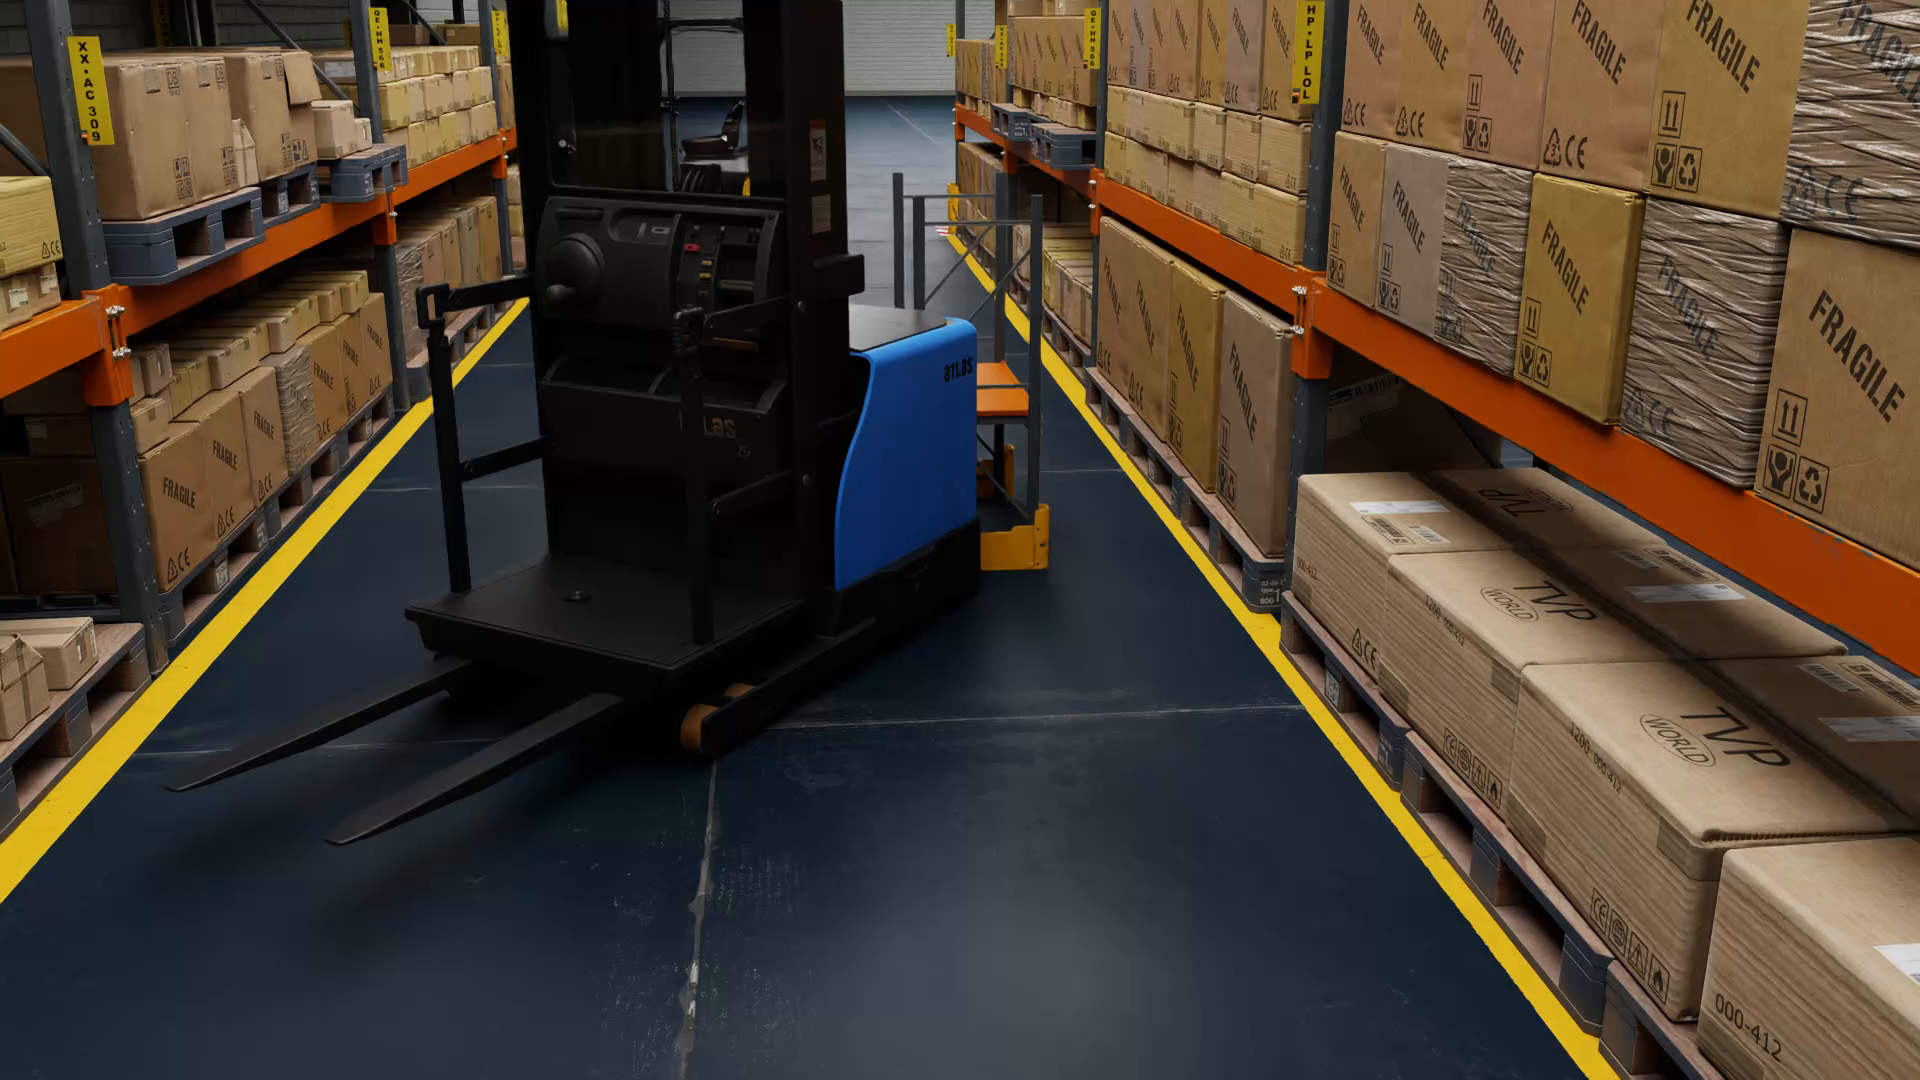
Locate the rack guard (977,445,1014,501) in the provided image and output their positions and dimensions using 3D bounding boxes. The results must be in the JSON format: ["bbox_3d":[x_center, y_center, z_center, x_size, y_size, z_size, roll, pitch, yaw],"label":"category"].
[{"bbox_3d":[-0.044,-0.303,7.726,0.587,0.250,0.087,-2,18,-6],"label":"rack guard"}]

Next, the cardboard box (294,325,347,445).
[{"bbox_3d":[-3.300,-0.737,7.990,0.500,0.500,0.500,-1,17,-3],"label":"cardboard box"}]

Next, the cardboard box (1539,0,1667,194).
[{"bbox_3d":[1.639,-1.038,3.641,0.500,0.500,0.500,-2,18,-6],"label":"cardboard box"}]

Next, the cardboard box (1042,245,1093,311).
[{"bbox_3d":[1.076,-1.870,11.811,0.950,0.372,0.625,-1,17,-4],"label":"cardboard box"}]

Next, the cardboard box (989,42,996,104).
[{"bbox_3d":[0.516,-3.968,14.145,0.500,0.500,0.500,-1,17,-4],"label":"cardboard box"}]

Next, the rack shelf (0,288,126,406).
[{"bbox_3d":[-3.037,-0.023,3.445,1.077,0.370,4.000,-2,18,-6],"label":"rack shelf"}]

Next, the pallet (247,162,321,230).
[{"bbox_3d":[-3.450,-1.483,7.215,1.003,0.211,1.213,-2,18,-6],"label":"pallet"}]

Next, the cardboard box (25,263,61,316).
[{"bbox_3d":[-2.959,-0.755,4.995,0.380,0.149,0.250,-2,17,-5],"label":"cardboard box"}]

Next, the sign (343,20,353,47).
[{"bbox_3d":[-4.620,-3.779,12.629,0.100,0.325,0.005,-2,18,-6],"label":"sign"}]

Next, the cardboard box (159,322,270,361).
[{"bbox_3d":[-3.269,-0.861,7.302,0.380,0.149,0.250,-2,18,-5],"label":"cardboard box"}]

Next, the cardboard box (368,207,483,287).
[{"bbox_3d":[-3.931,-2.027,11.889,0.875,0.625,0.625,-2,18,-6],"label":"cardboard box"}]

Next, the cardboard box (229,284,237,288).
[{"bbox_3d":[-3.911,-1.226,8.465,0.380,0.149,0.250,-1,17,-4],"label":"cardboard box"}]

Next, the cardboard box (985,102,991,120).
[{"bbox_3d":[0.425,-3.770,14.596,0.380,0.149,0.250,-2,18,-6],"label":"cardboard box"}]

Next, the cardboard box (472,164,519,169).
[{"bbox_3d":[-3.848,-3.018,14.002,0.500,0.250,0.500,-2,18,-6],"label":"cardboard box"}]

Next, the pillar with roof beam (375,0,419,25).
[{"bbox_3d":[-1.023,-7.298,15.399,9.100,9.000,0.400,-2,18,-6],"label":"pillar with roof beam"}]

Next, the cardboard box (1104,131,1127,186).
[{"bbox_3d":[1.082,-2.084,9.056,0.500,0.250,0.500,-2,18,-7],"label":"cardboard box"}]

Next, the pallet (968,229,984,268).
[{"bbox_3d":[0.635,-2.733,15.531,1.003,0.211,1.213,-2,18,-6],"label":"pallet"}]

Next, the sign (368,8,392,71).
[{"bbox_3d":[-3.117,-2.688,8.932,0.100,0.325,0.005,-2,18,-6],"label":"sign"}]

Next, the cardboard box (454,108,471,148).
[{"bbox_3d":[-3.678,-2.834,11.446,0.500,0.250,0.500,-2,18,-5],"label":"cardboard box"}]

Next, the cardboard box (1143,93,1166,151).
[{"bbox_3d":[1.179,-2.014,8.001,0.500,0.250,0.500,-2,18,-6],"label":"cardboard box"}]

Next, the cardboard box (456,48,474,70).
[{"bbox_3d":[-3.635,-3.383,11.695,0.380,0.149,0.250,-2,18,-7],"label":"cardboard box"}]

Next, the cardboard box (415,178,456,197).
[{"bbox_3d":[-4.311,-2.852,13.474,0.500,0.250,0.500,-1,17,-5],"label":"cardboard box"}]

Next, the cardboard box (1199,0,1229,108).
[{"bbox_3d":[1.305,-2.073,6.935,0.500,0.500,0.500,-1,17,-4],"label":"cardboard box"}]

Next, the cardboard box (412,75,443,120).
[{"bbox_3d":[-3.545,-2.767,10.397,0.500,0.250,0.500,-2,18,-7],"label":"cardboard box"}]

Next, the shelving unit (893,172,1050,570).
[{"bbox_3d":[0.013,-0.751,7.067,0.587,1.500,1.083,-2,18,-6],"label":"shelving unit"}]

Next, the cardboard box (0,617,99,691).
[{"bbox_3d":[-2.893,0.354,5.099,0.380,0.149,0.250,-2,18,-7],"label":"cardboard box"}]

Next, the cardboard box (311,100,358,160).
[{"bbox_3d":[-3.225,-1.979,8.021,0.500,0.250,0.500,-3,18,-8],"label":"cardboard box"}]

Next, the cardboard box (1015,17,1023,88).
[{"bbox_3d":[0.684,-3.593,12.248,0.500,0.500,0.500,-2,18,-5],"label":"cardboard box"}]

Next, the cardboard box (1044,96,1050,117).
[{"bbox_3d":[0.775,-2.939,11.248,0.380,0.149,0.250,-2,18,-7],"label":"cardboard box"}]

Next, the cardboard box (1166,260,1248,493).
[{"bbox_3d":[1.450,-0.755,7.419,0.875,0.875,0.875,-1,17,-4],"label":"cardboard box"}]

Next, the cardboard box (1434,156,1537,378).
[{"bbox_3d":[1.575,-0.718,4.290,0.500,0.500,0.500,-2,18,-5],"label":"cardboard box"}]

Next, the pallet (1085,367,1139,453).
[{"bbox_3d":[1.288,-0.741,9.185,1.003,0.211,1.213,-2,18,-6],"label":"pallet"}]

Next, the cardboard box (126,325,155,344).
[{"bbox_3d":[-3.739,-0.841,7.237,0.380,0.149,0.250,-2,18,-8],"label":"cardboard box"}]

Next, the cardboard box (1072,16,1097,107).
[{"bbox_3d":[0.958,-2.826,9.805,0.500,0.500,0.500,-2,18,-7],"label":"cardboard box"}]

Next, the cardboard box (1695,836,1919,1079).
[{"bbox_3d":[1.939,0.903,2.868,0.875,0.438,0.875,-2,18,-8],"label":"cardboard box"}]

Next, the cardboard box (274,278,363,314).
[{"bbox_3d":[-3.294,-1.252,8.546,0.380,0.149,0.250,-3,18,-9],"label":"cardboard box"}]

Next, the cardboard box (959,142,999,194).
[{"bbox_3d":[0.267,-3.682,16.536,0.500,0.500,0.500,-2,18,-7],"label":"cardboard box"}]

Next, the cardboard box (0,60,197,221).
[{"bbox_3d":[-3.070,-1.362,5.638,0.700,0.500,0.500,-1,17,-4],"label":"cardboard box"}]

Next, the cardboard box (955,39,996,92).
[{"bbox_3d":[0.229,-4.732,16.579,0.500,0.500,0.500,-2,18,-6],"label":"cardboard box"}]

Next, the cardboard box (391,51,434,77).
[{"bbox_3d":[-3.539,-3.000,10.474,0.380,0.149,0.250,-1,17,-4],"label":"cardboard box"}]

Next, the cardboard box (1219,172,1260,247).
[{"bbox_3d":[1.346,-1.323,6.634,0.500,0.250,0.500,-2,18,-6],"label":"cardboard box"}]

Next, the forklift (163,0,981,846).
[{"bbox_3d":[-1.074,-0.887,5.109,1.130,2.935,3.031,9,20,28],"label":"forklift"}]

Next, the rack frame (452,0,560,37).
[{"bbox_3d":[-4.481,-4.538,16.623,1.000,3.000,0.127,-2,18,-6],"label":"rack frame"}]

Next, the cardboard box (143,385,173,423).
[{"bbox_3d":[-3.121,-0.475,6.071,0.380,0.149,0.250,-2,18,-7],"label":"cardboard box"}]

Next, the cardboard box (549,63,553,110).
[{"bbox_3d":[-4.124,-4.292,15.674,0.500,0.500,0.500,-1,17,-4],"label":"cardboard box"}]

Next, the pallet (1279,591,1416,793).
[{"bbox_3d":[1.695,0.442,5.415,1.003,0.211,1.213,-2,18,-6],"label":"pallet"}]

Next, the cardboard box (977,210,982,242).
[{"bbox_3d":[0.428,-2.867,15.190,0.500,0.250,0.500,-2,17,-5],"label":"cardboard box"}]

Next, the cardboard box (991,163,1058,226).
[{"bbox_3d":[0.541,-2.915,14.091,0.500,0.500,0.500,-2,18,-6],"label":"cardboard box"}]

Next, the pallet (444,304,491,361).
[{"bbox_3d":[-3.824,-1.433,11.389,1.003,0.211,1.213,-2,18,-6],"label":"pallet"}]

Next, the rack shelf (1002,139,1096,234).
[{"bbox_3d":[1.075,-2.561,11.529,1.077,0.370,4.000,-2,18,-6],"label":"rack shelf"}]

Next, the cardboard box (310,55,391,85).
[{"bbox_3d":[-3.395,-2.615,9.250,0.380,0.149,0.250,-1,17,-4],"label":"cardboard box"}]

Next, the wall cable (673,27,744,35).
[{"bbox_3d":[-7.388,-15.540,46.836,3.097,2.526,0.112,-2,18,-6],"label":"wall cable"}]
